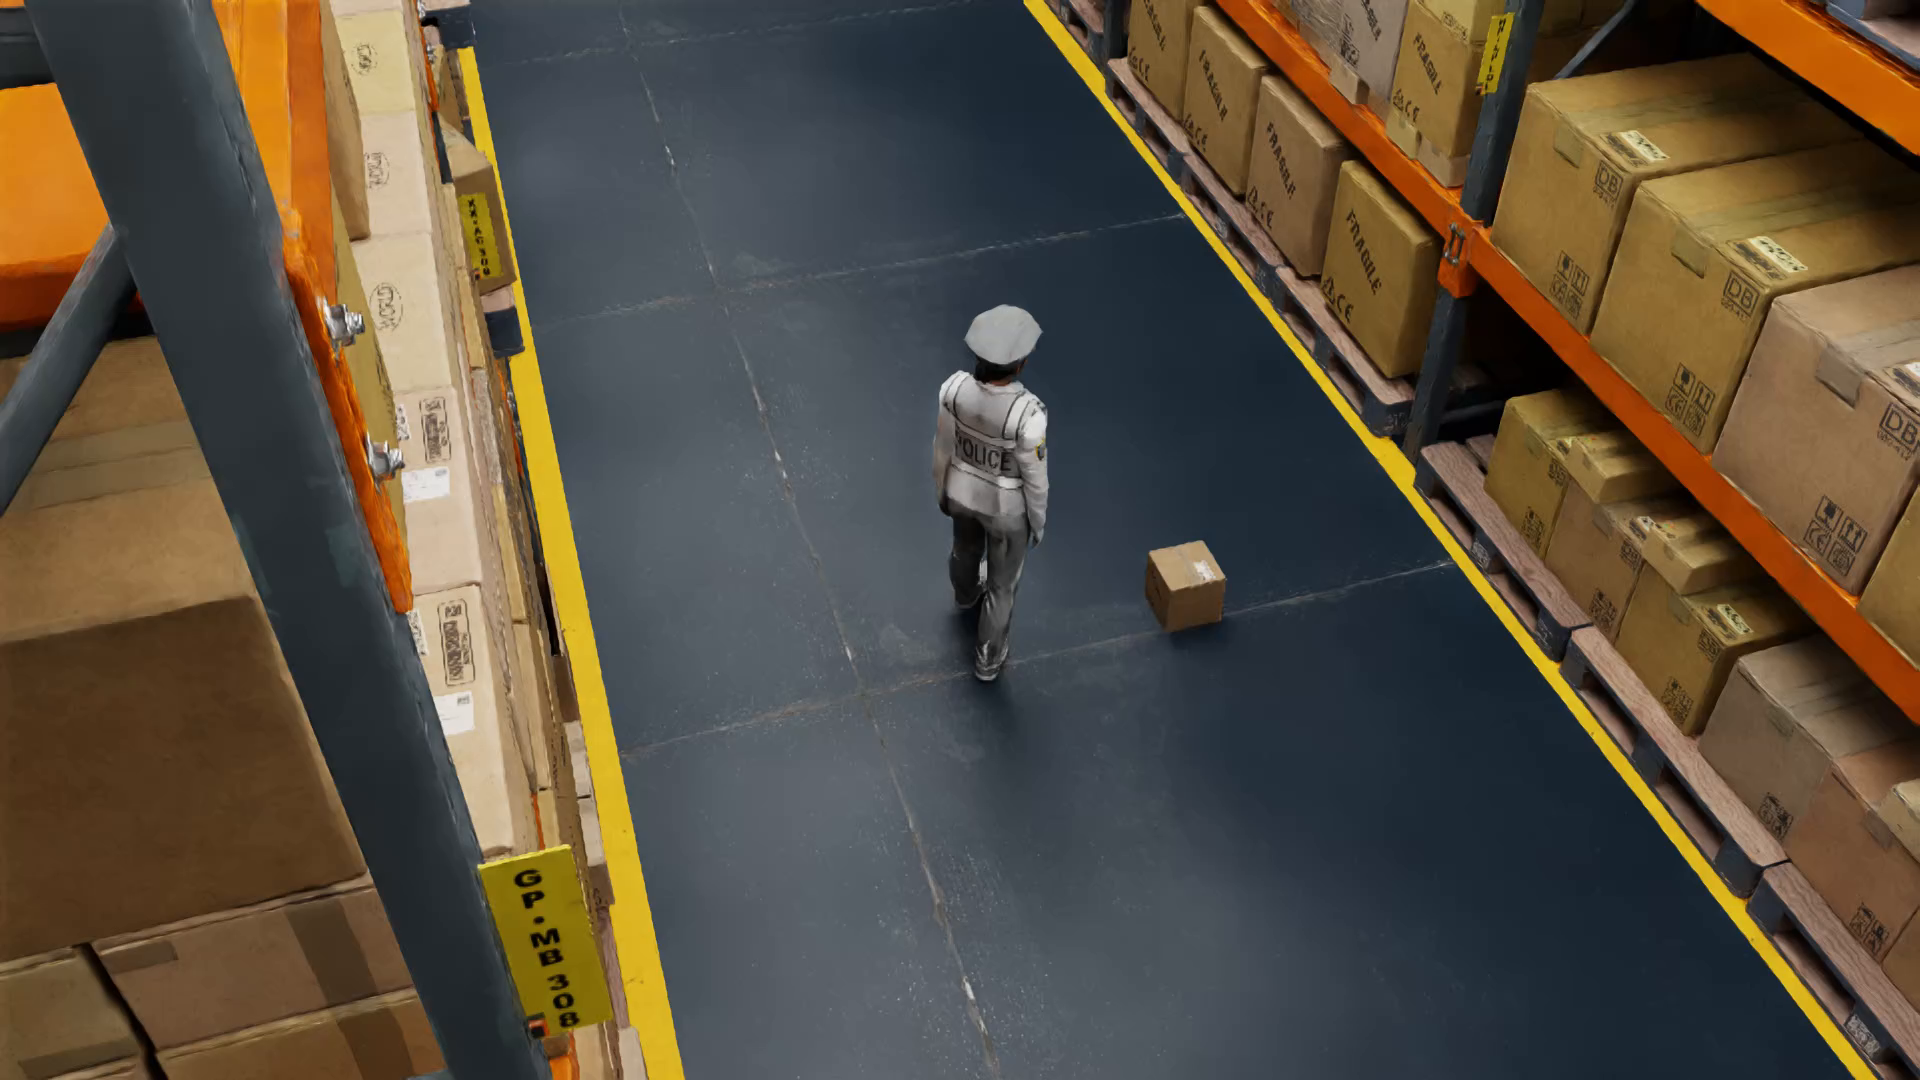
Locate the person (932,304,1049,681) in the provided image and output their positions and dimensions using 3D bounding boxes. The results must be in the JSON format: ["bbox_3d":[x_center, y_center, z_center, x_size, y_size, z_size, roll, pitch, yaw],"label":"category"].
[{"bbox_3d":[0.169,-0.231,6.393,0.529,1.679,0.579,22,47,23],"label":"person"}]
